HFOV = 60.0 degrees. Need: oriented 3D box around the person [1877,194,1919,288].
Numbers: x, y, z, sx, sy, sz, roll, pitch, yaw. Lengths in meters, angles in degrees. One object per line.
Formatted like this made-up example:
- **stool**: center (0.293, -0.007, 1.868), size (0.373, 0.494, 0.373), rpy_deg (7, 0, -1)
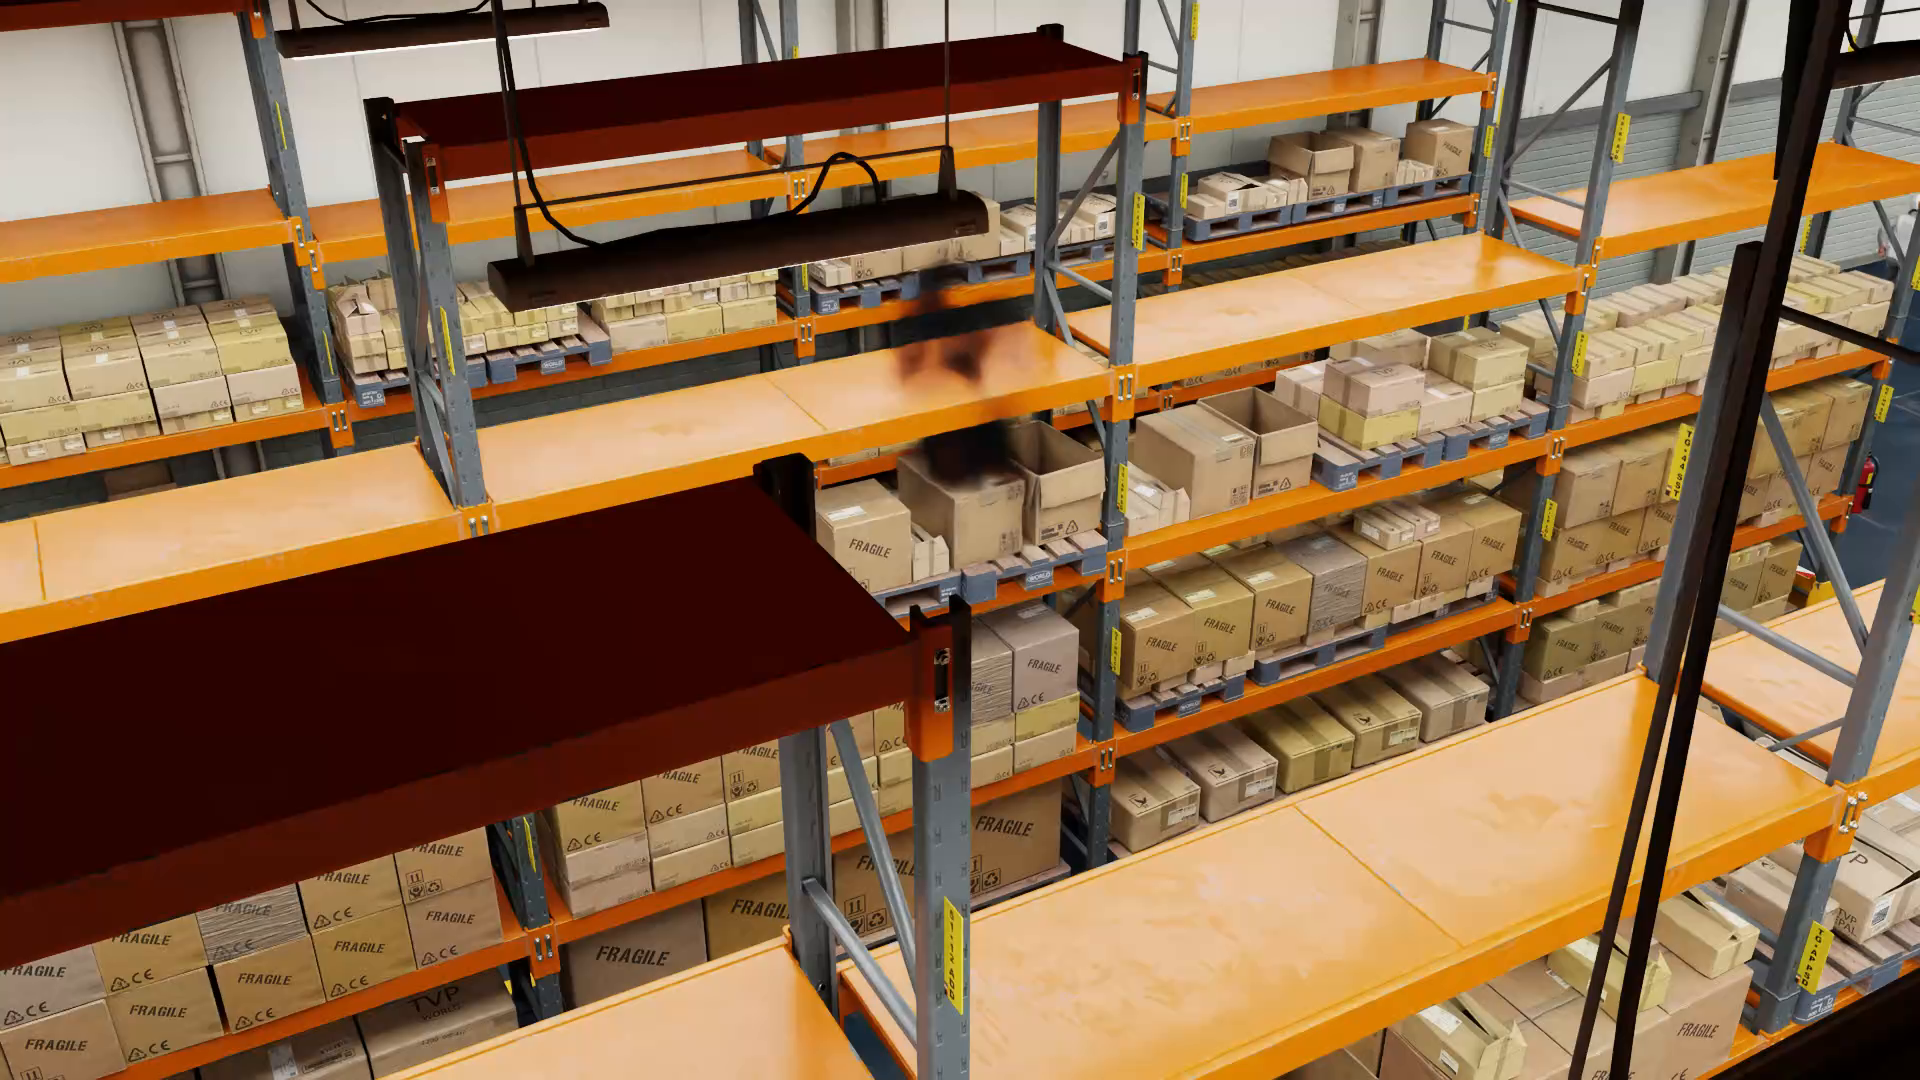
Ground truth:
- **person**: center (12.481, -3.683, 22.018), size (0.829, 1.828, 0.658), rpy_deg (-19, 33, -31)
